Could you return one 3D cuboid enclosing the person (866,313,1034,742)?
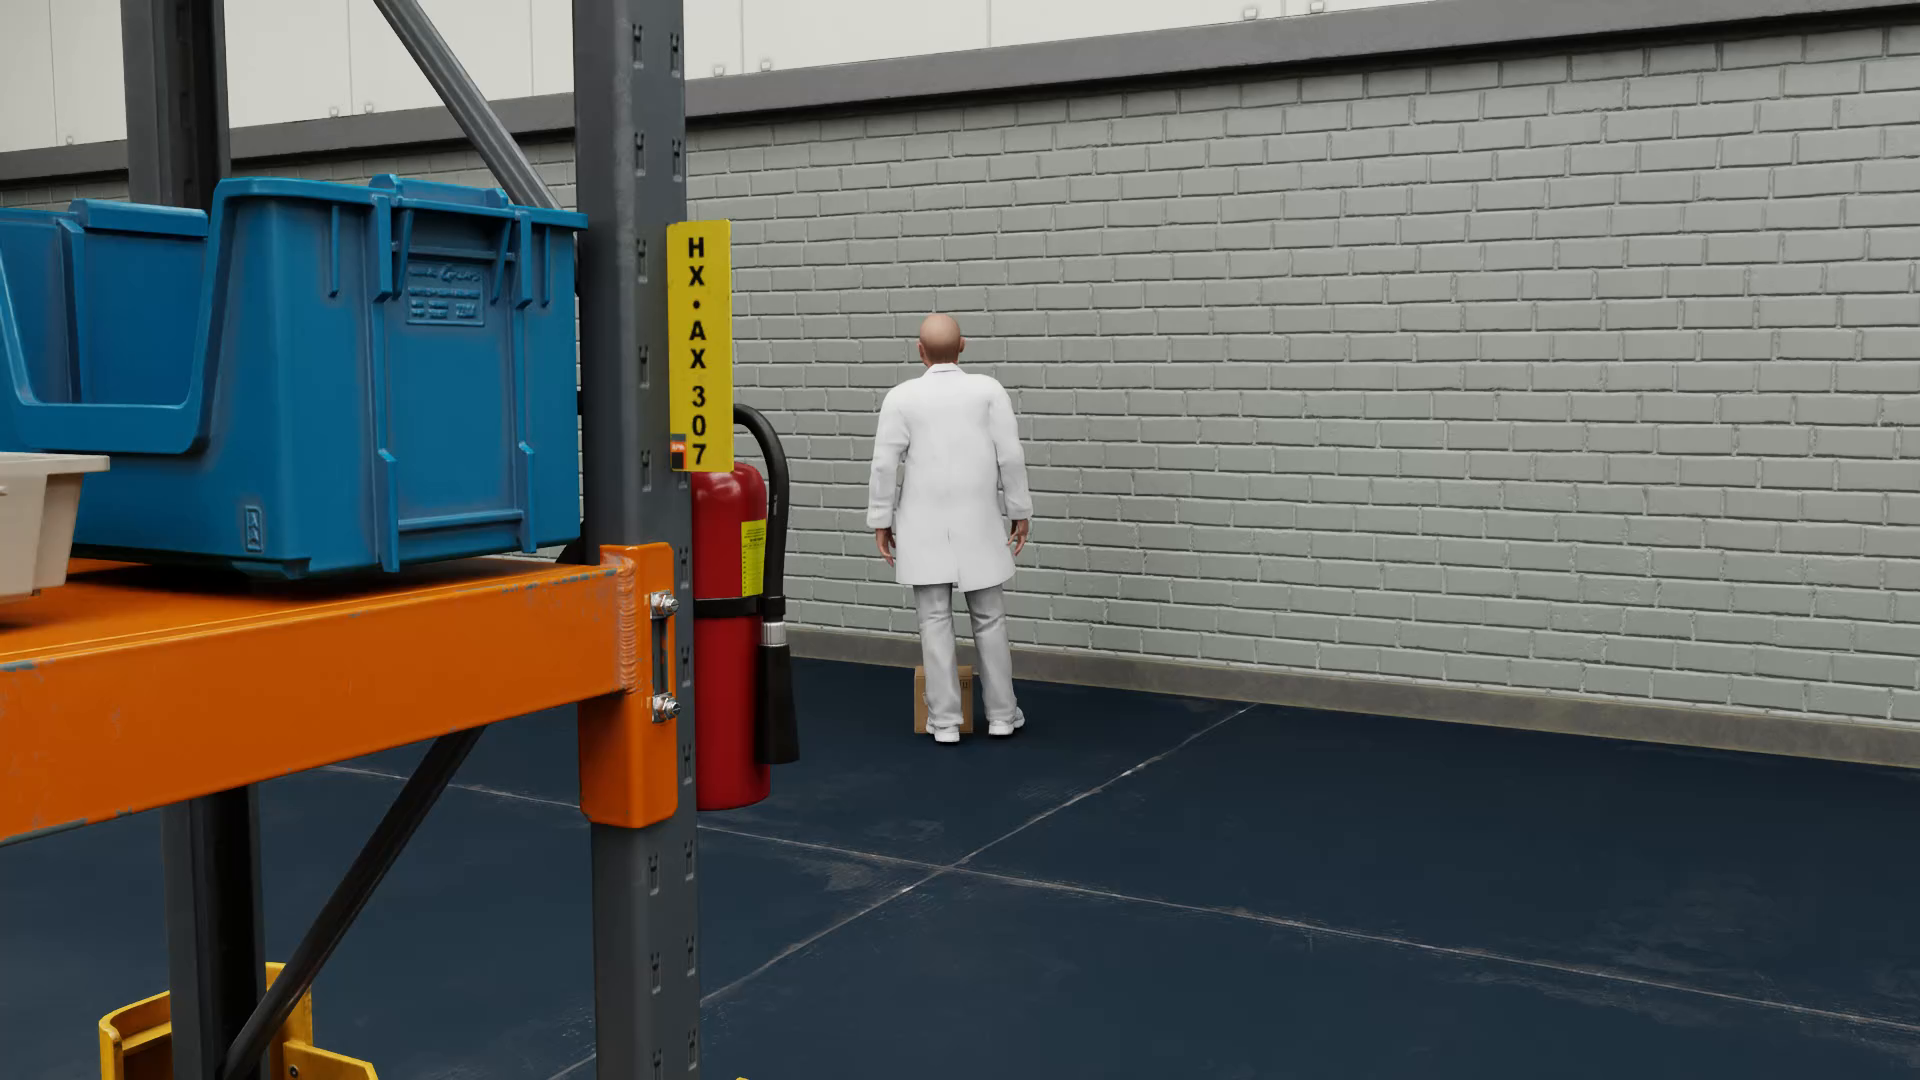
[{"bbox_3d":[-0.042,-0.054,7.006,0.698,1.778,0.579,0,6,0],"label":"person"}]
